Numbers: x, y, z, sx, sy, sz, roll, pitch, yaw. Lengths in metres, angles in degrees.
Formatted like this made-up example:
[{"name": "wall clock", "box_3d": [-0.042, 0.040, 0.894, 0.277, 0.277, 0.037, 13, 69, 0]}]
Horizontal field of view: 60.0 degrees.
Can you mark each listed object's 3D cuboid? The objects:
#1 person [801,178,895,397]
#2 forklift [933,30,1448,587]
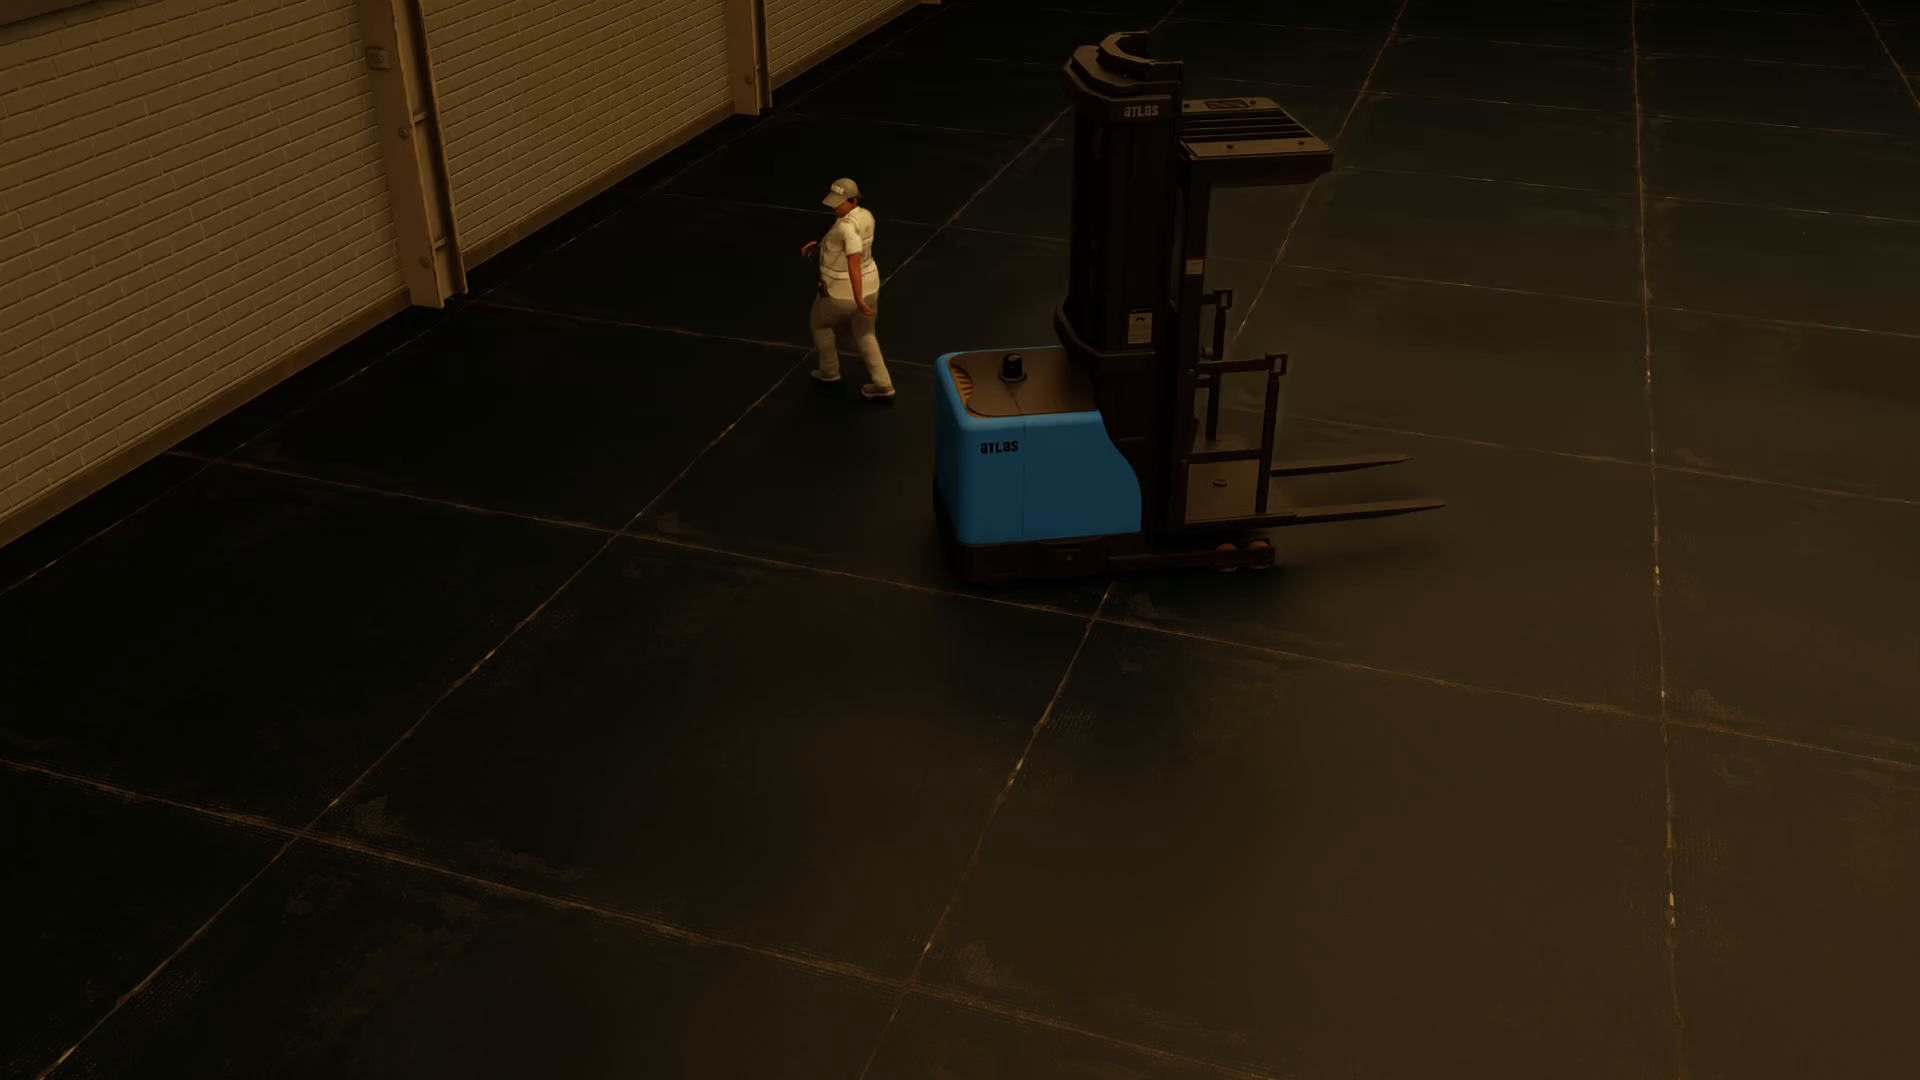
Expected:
[{"name": "person", "box_3d": [-0.781, -1.758, 11.629, 0.504, 1.603, 0.888, -26, 39, -38]}, {"name": "forklift", "box_3d": [1.400, -1.338, 9.483, 3.031, 2.935, 1.130, -5, 30, -8]}]
